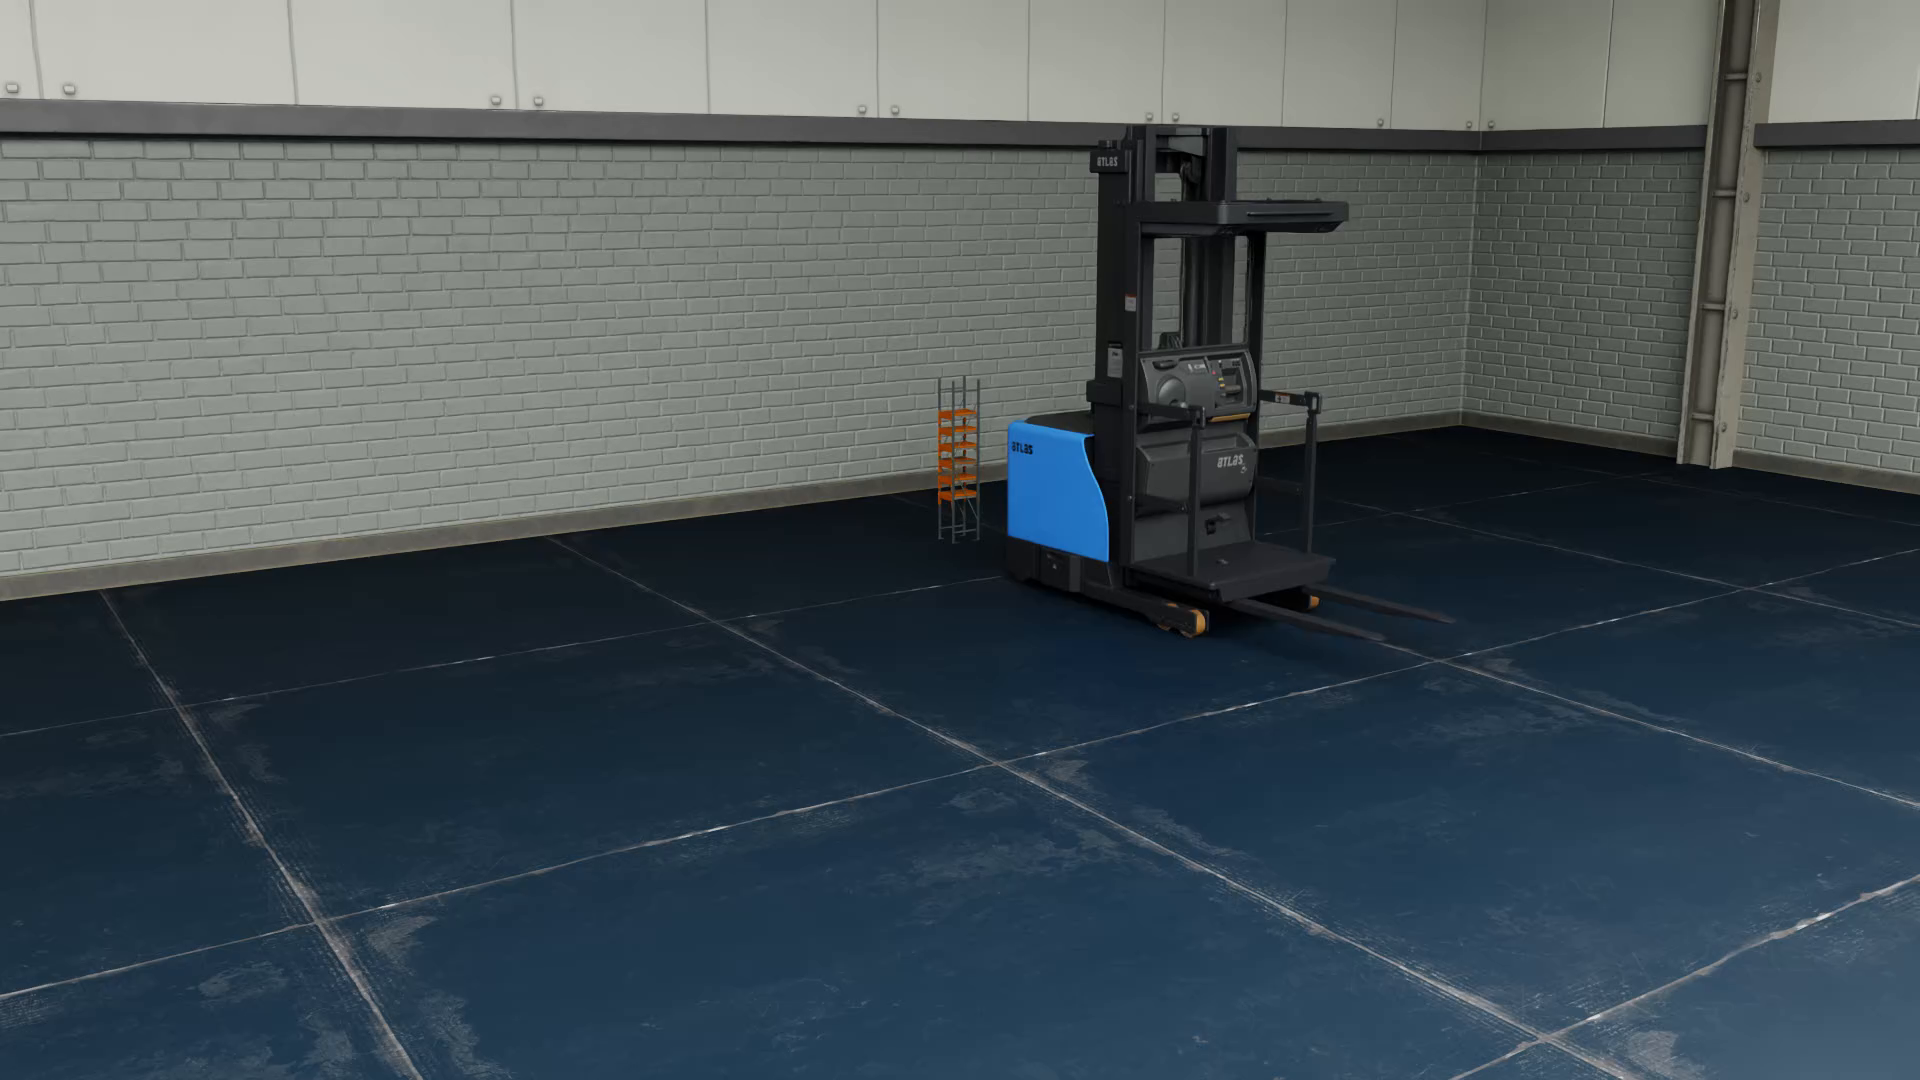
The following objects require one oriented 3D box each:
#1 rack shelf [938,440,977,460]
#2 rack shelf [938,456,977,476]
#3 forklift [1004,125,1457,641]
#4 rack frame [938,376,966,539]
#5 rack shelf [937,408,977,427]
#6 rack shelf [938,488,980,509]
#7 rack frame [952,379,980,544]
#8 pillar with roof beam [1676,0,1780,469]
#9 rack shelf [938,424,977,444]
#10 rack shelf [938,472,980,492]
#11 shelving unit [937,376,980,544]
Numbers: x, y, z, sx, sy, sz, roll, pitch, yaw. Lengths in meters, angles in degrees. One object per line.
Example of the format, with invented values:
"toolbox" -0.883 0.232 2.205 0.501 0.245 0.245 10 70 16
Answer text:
"rack shelf" -0.008 -0.663 12.229 0.258 0.103 0.180 -8 15 -33
"rack shelf" -0.008 -0.545 12.255 0.258 0.103 0.180 -8 15 -33
"forklift" 1.589 -0.979 9.980 1.130 2.935 3.031 -9 15 -36
"rack frame" -0.059 -0.605 12.320 0.240 1.200 0.006 -8 15 -33
"rack shelf" -0.008 -0.897 12.178 0.258 0.103 0.180 -8 15 -33
"rack shelf" -0.008 -0.311 12.306 0.258 0.103 0.180 -8 15 -33
"rack frame" 0.043 -0.572 12.171 0.240 1.200 0.006 -8 15 -33
"pillar with roof beam" 3.402 -4.595 12.310 9.100 9.000 0.400 -8 15 -33
"rack shelf" -0.008 -0.780 12.204 0.258 0.103 0.180 -8 15 -33
"rack shelf" -0.008 -0.428 12.280 0.258 0.103 0.180 -8 15 -33
"shelving unit" -0.008 -0.589 12.245 0.258 1.200 0.189 -8 15 -33
